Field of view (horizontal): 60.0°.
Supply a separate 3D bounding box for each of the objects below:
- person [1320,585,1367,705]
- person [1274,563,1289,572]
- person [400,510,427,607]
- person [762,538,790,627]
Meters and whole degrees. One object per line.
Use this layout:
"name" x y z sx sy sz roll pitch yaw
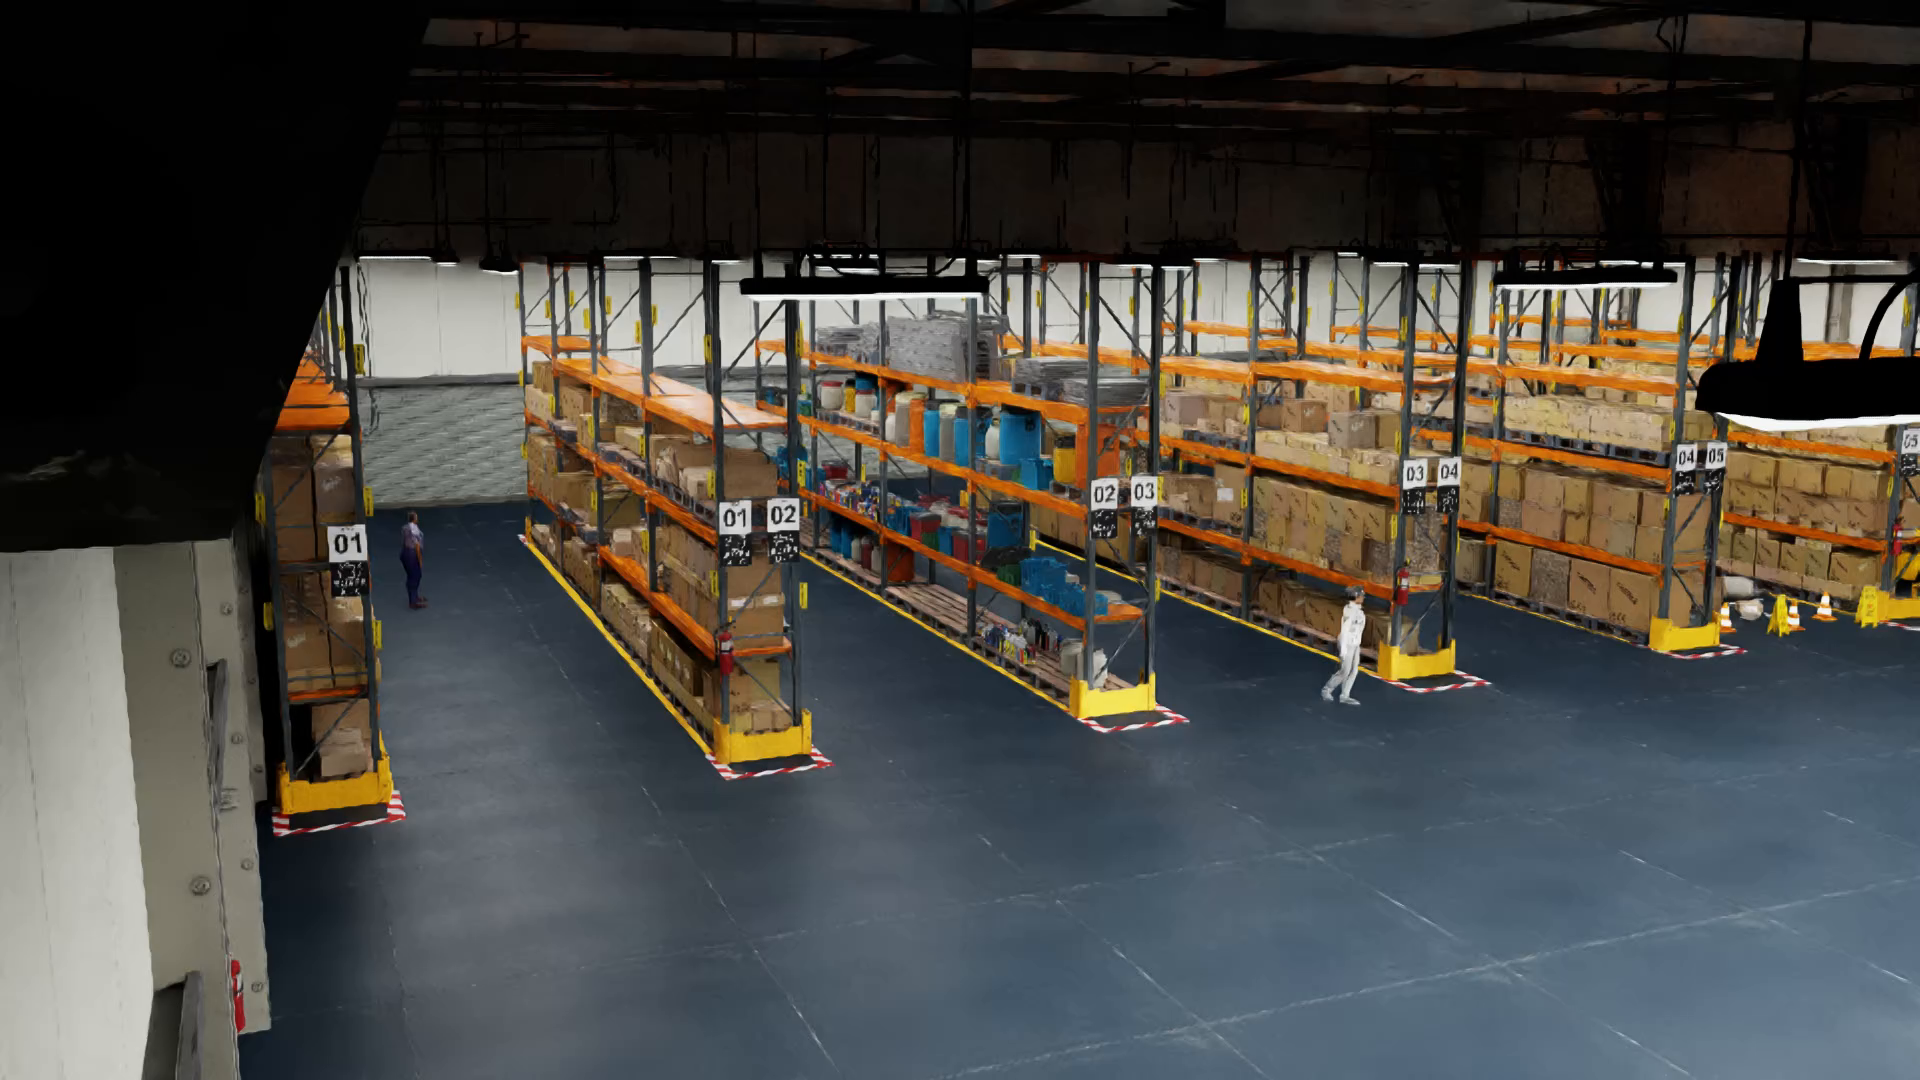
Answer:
"person" 5.238 1.416 22.707 0.535 1.665 0.527 6 12 31
"person" 5.807 -0.262 31.637 0.557 1.708 1.125 -5 11 -24
"person" -9.409 0.311 28.727 0.445 1.646 0.576 -9 14 -42
"person" -3.147 0.643 27.230 0.411 1.519 0.957 -6 12 -30
